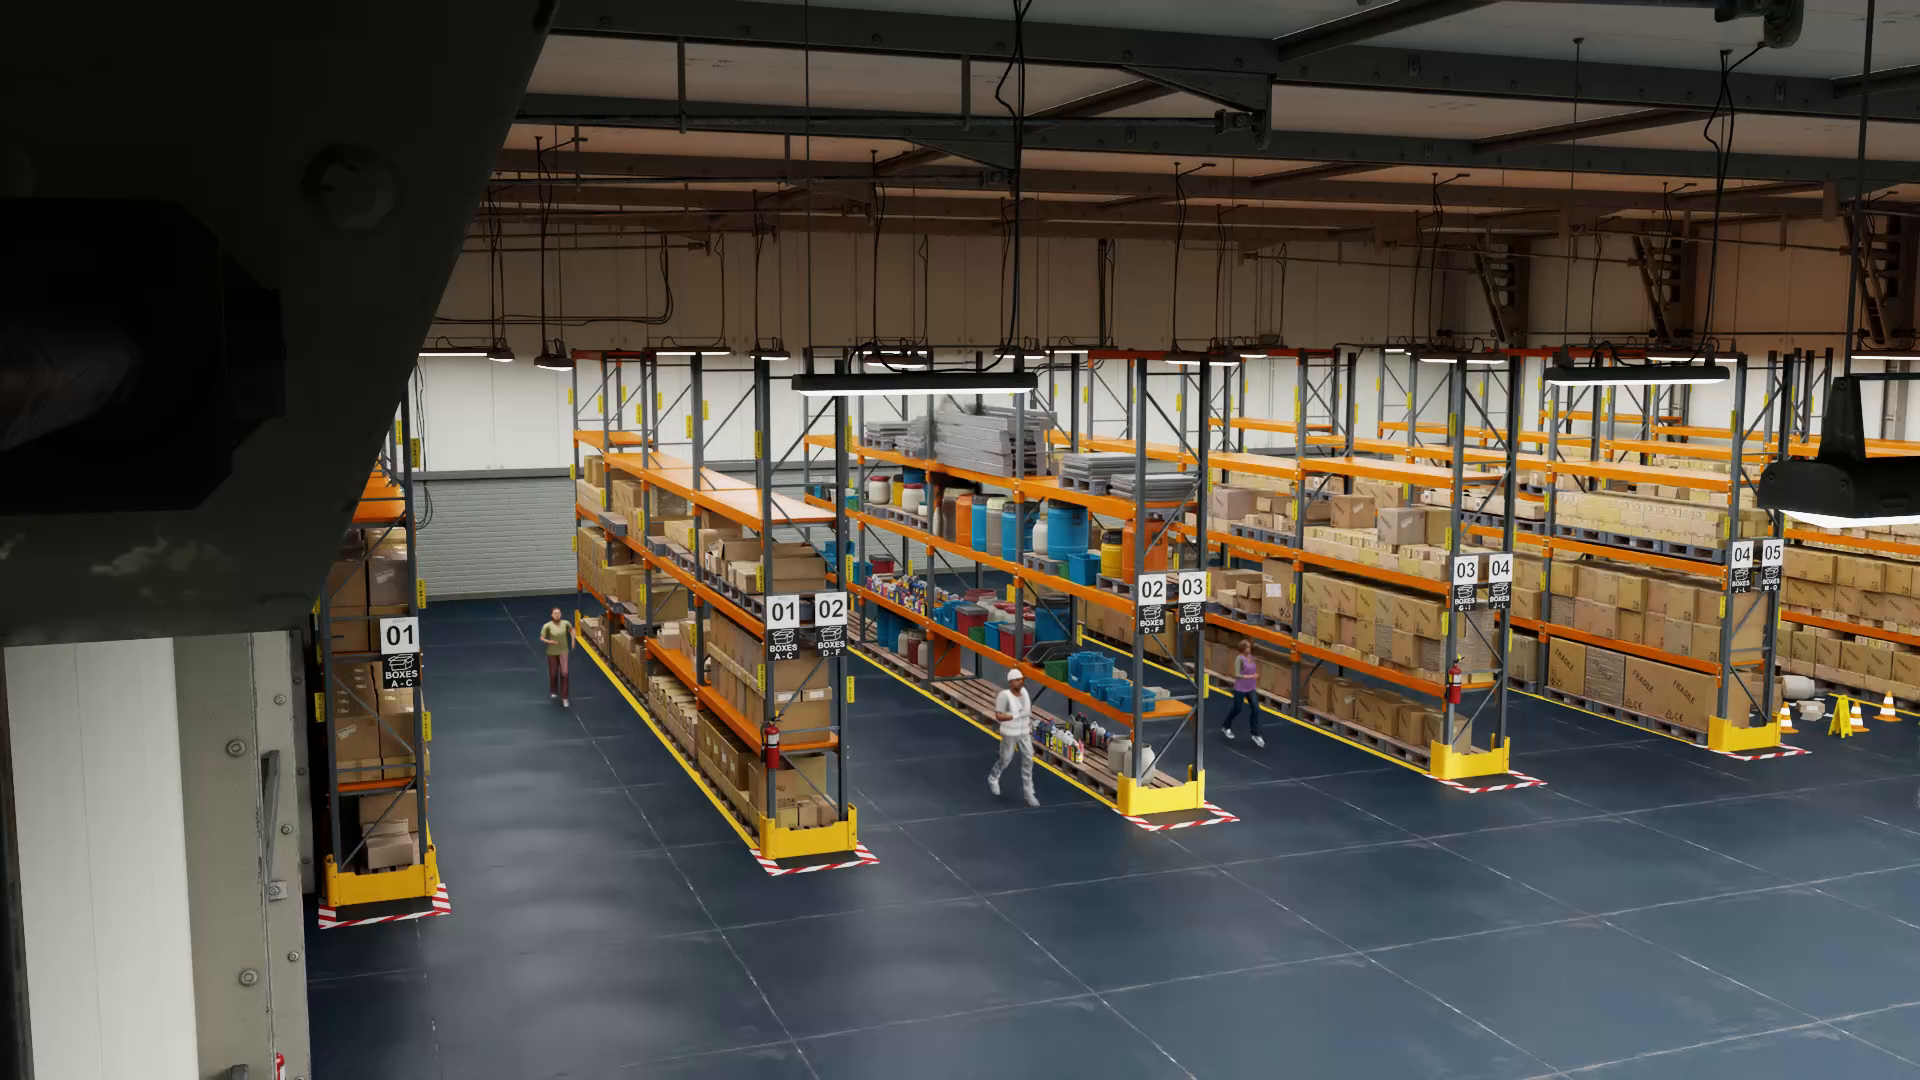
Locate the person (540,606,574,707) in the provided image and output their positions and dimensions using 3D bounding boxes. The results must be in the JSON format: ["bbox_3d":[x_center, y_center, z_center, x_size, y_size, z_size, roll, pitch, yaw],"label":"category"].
[{"bbox_3d":[-6.875,1.987,28.430,0.594,1.743,0.729,-3,8,-19],"label":"person"}]

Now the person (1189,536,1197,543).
[{"bbox_3d":[5.952,0.289,41.487,0.965,1.774,0.705,0,7,3],"label":"person"}]

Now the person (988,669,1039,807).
[{"bbox_3d":[0.716,2.634,22.472,0.704,1.813,0.906,-5,9,-37],"label":"person"}]

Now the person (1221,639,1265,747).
[{"bbox_3d":[4.379,2.336,25.675,0.503,1.632,0.785,-5,9,-37],"label":"person"}]
